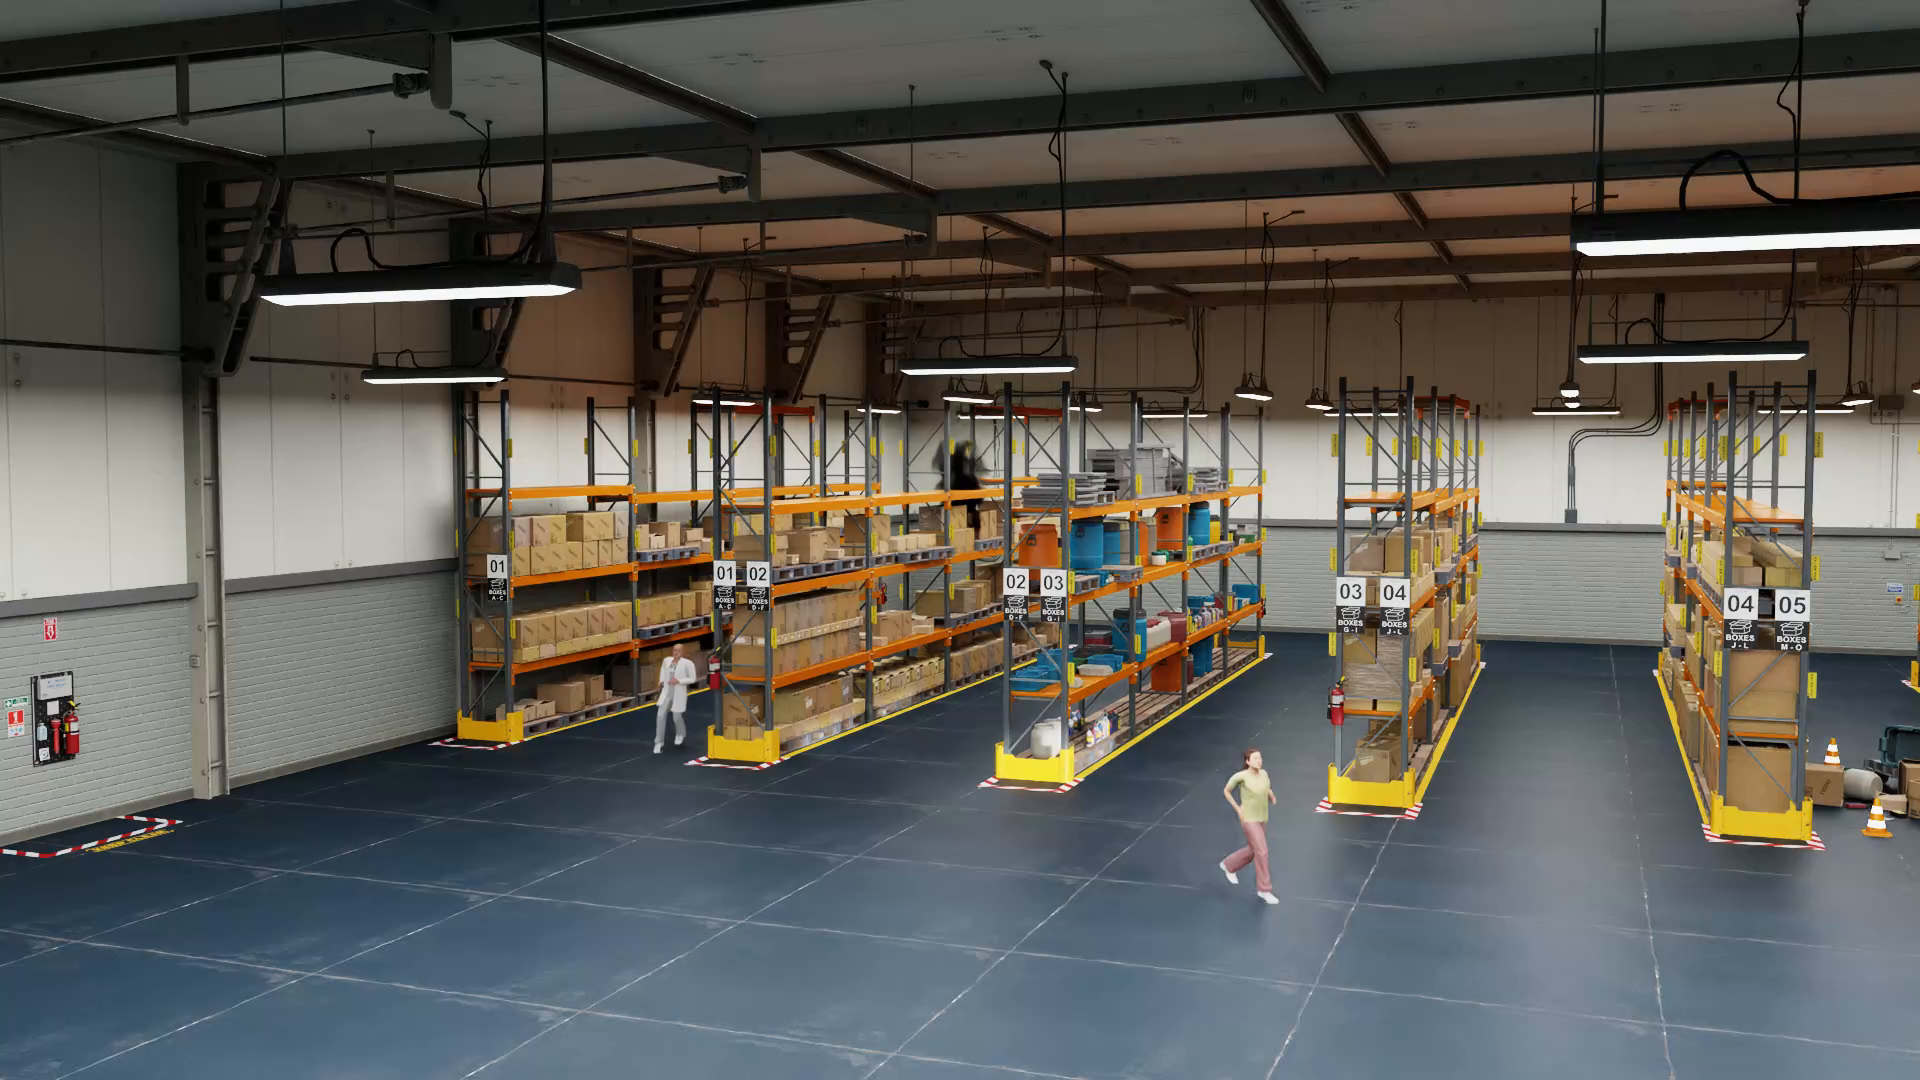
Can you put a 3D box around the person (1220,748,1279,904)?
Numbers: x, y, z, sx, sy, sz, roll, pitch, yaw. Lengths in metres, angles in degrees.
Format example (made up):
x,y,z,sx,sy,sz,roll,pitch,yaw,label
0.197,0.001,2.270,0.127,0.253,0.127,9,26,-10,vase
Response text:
x,y,z,sx,sy,sz,roll,pitch,yaw,label
3.264,3.144,18.585,0.565,1.680,0.889,-2,4,-35,person

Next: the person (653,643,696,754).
x,y,z,sx,sy,sz,roll,pitch,yaw,label
-4.698,2.613,27.609,0.717,1.814,0.975,1,3,13,person
